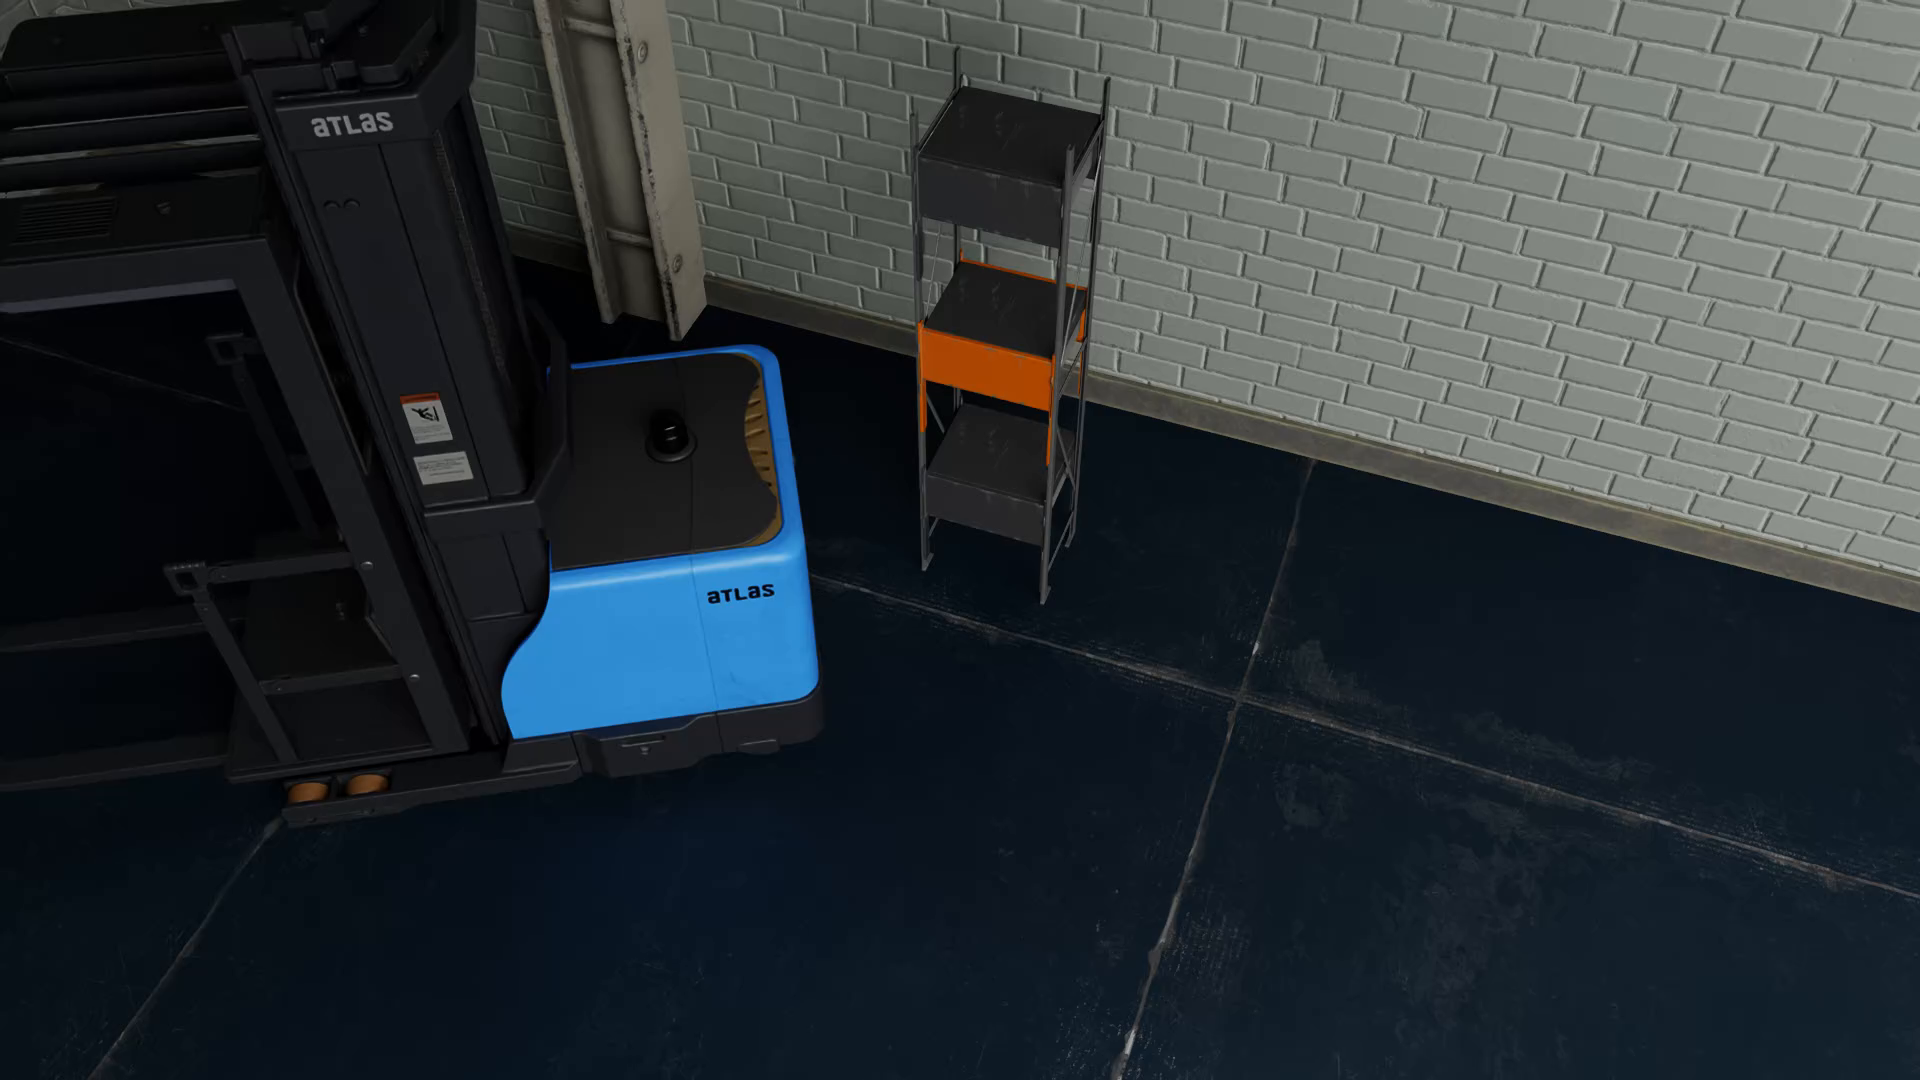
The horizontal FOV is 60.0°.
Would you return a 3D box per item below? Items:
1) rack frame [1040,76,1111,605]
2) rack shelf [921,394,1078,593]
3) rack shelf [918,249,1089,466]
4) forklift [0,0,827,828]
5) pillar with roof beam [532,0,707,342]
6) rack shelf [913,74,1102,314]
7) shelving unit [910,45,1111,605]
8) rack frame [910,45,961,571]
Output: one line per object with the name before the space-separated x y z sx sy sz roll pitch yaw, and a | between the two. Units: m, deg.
rack frame | 0.384 -0.580 5.730 0.015 2.100 0.400 16 51 13
rack shelf | 0.155 -0.177 6.325 0.480 0.518 0.431 16 51 13
rack shelf | 0.155 -0.635 5.796 0.480 0.518 0.431 16 51 13
forklift | -2.042 -0.405 5.028 3.031 2.935 1.130 -7 49 -6
pillar with roof beam | -2.868 -0.935 1.472 0.400 9.000 9.100 16 51 13
rack shelf | 0.155 -1.094 5.267 0.480 0.518 0.431 16 51 13
shelving unit | 0.155 -0.644 5.786 0.503 2.100 0.431 16 51 13
rack frame | -0.074 -0.708 5.841 0.015 2.100 0.400 16 51 13
